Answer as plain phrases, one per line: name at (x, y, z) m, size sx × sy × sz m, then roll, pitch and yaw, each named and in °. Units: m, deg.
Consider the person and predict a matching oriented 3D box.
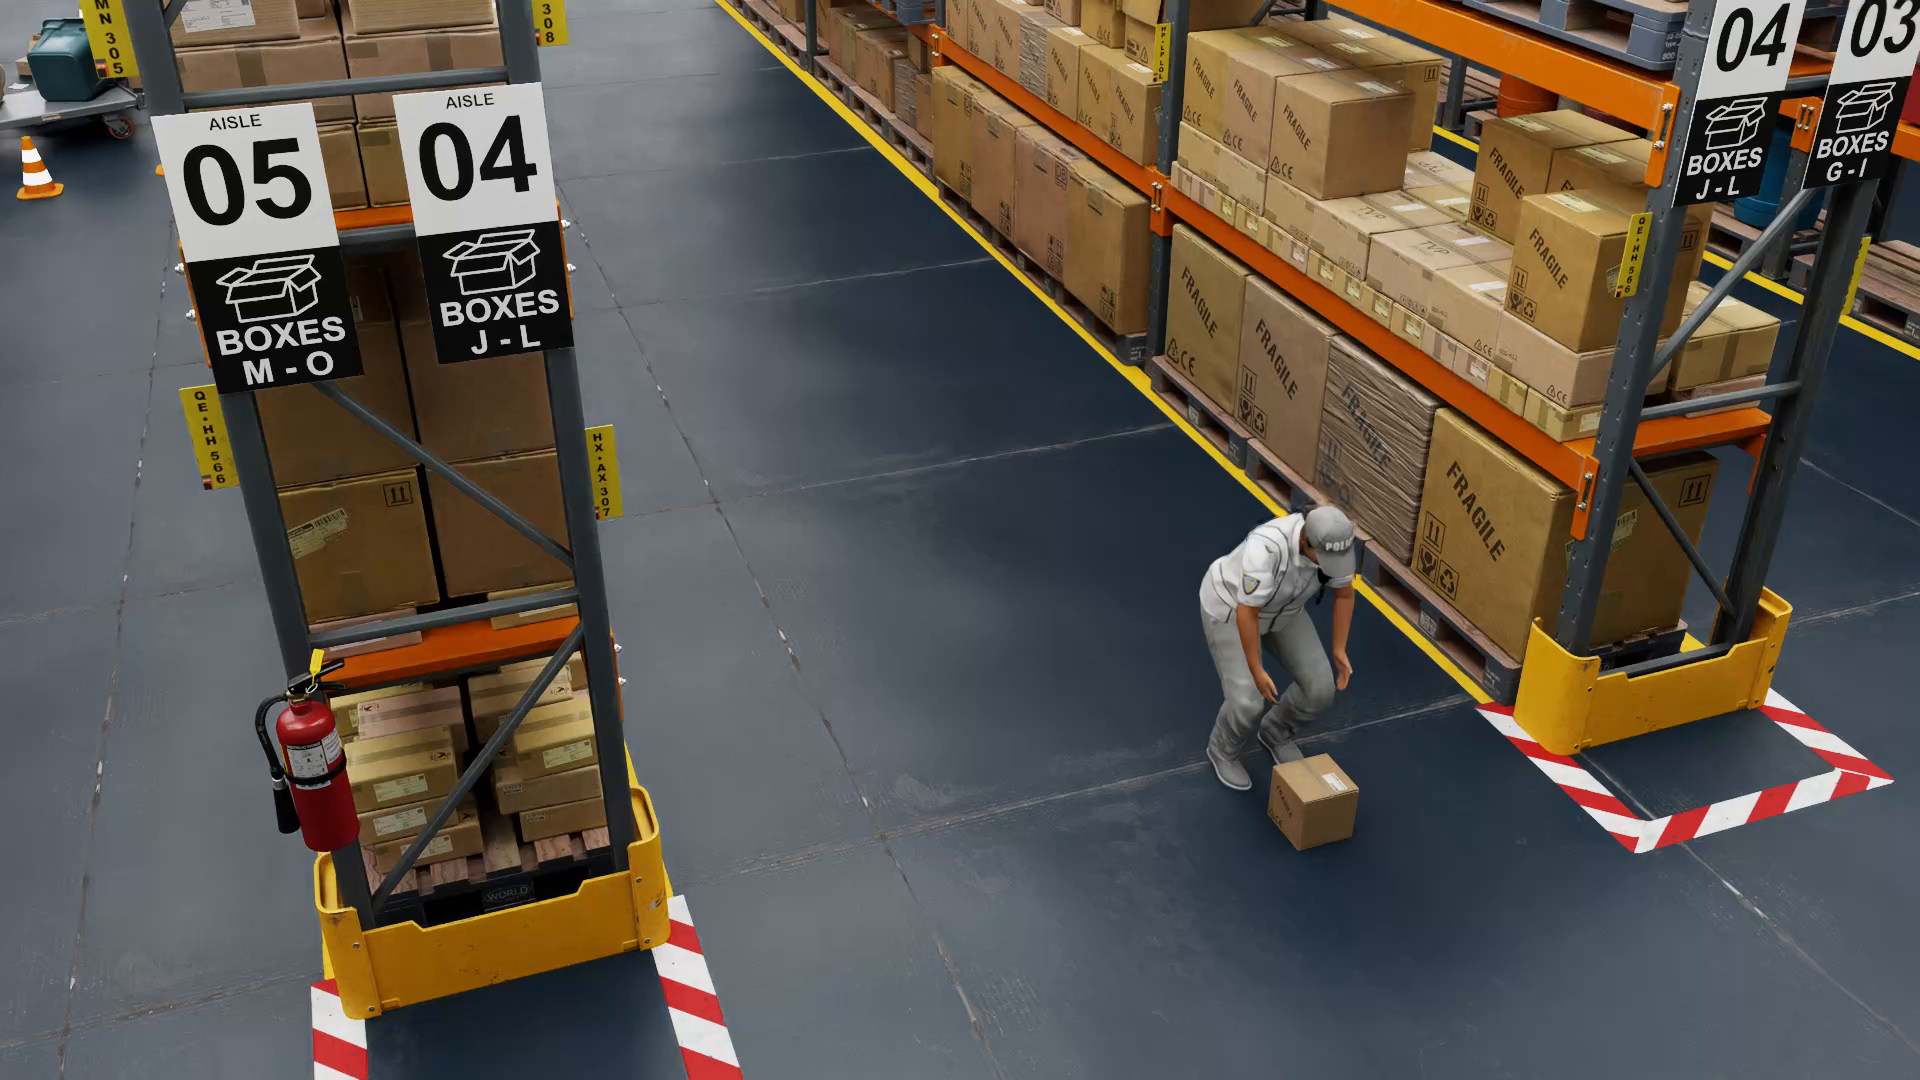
person at (1.310, 0.373, 6.779) m, size 0.534 × 1.379 × 0.728 m, roll -10°, pitch 32°, yaw -17°
